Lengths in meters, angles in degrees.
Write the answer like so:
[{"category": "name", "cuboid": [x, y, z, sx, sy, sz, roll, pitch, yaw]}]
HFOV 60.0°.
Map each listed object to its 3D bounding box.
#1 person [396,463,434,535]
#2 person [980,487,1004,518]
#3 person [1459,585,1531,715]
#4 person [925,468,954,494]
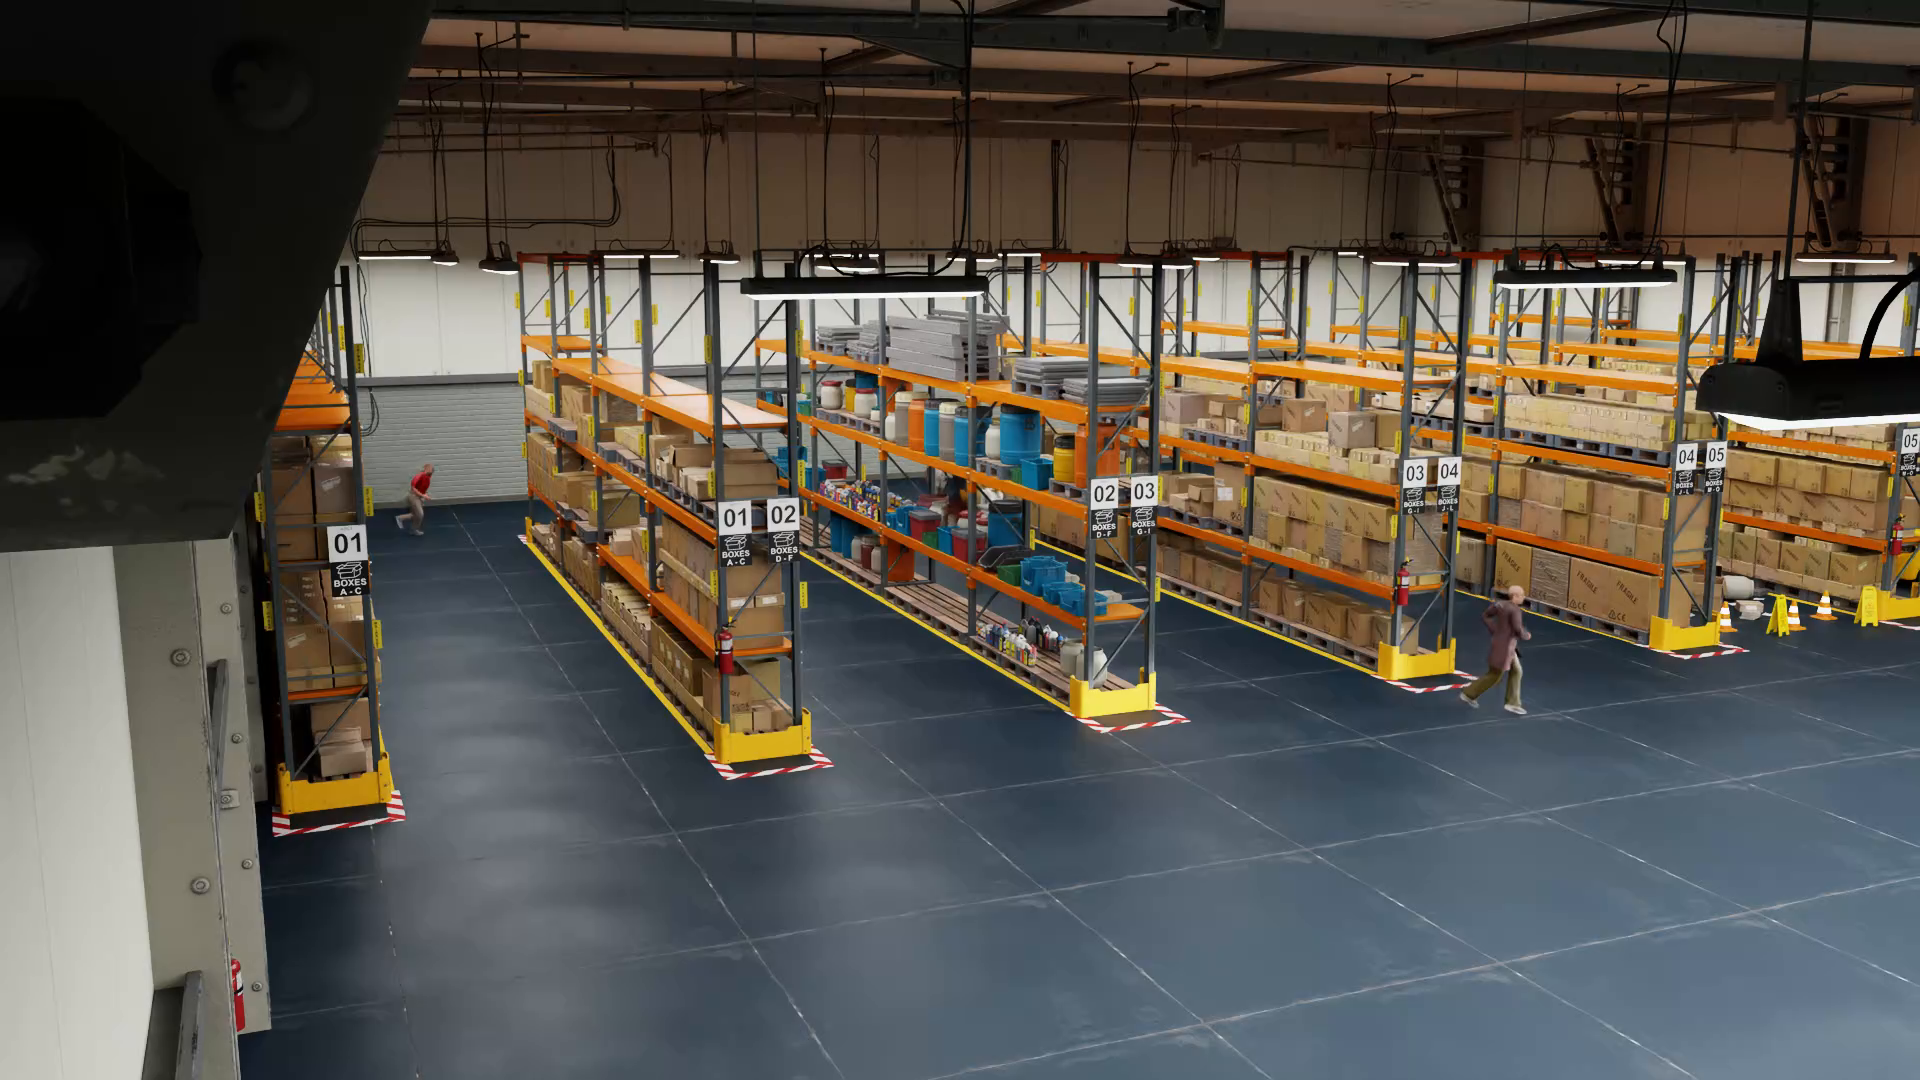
[{"category": "person", "cuboid": [-11.657, -0.883, 35.595, 0.919, 1.550, 0.675, 1, 10, 7]}, {"category": "person", "cuboid": [0.547, -0.377, 30.801, 0.640, 1.791, 0.958, -10, 14, -43]}, {"category": "person", "cuboid": [7.145, 1.472, 22.116, 0.910, 1.767, 0.666, 1, 10, 4]}, {"category": "person", "cuboid": [-0.480, -1.177, 37.308, 0.584, 1.473, 1.061, -2, 11, -10]}]
